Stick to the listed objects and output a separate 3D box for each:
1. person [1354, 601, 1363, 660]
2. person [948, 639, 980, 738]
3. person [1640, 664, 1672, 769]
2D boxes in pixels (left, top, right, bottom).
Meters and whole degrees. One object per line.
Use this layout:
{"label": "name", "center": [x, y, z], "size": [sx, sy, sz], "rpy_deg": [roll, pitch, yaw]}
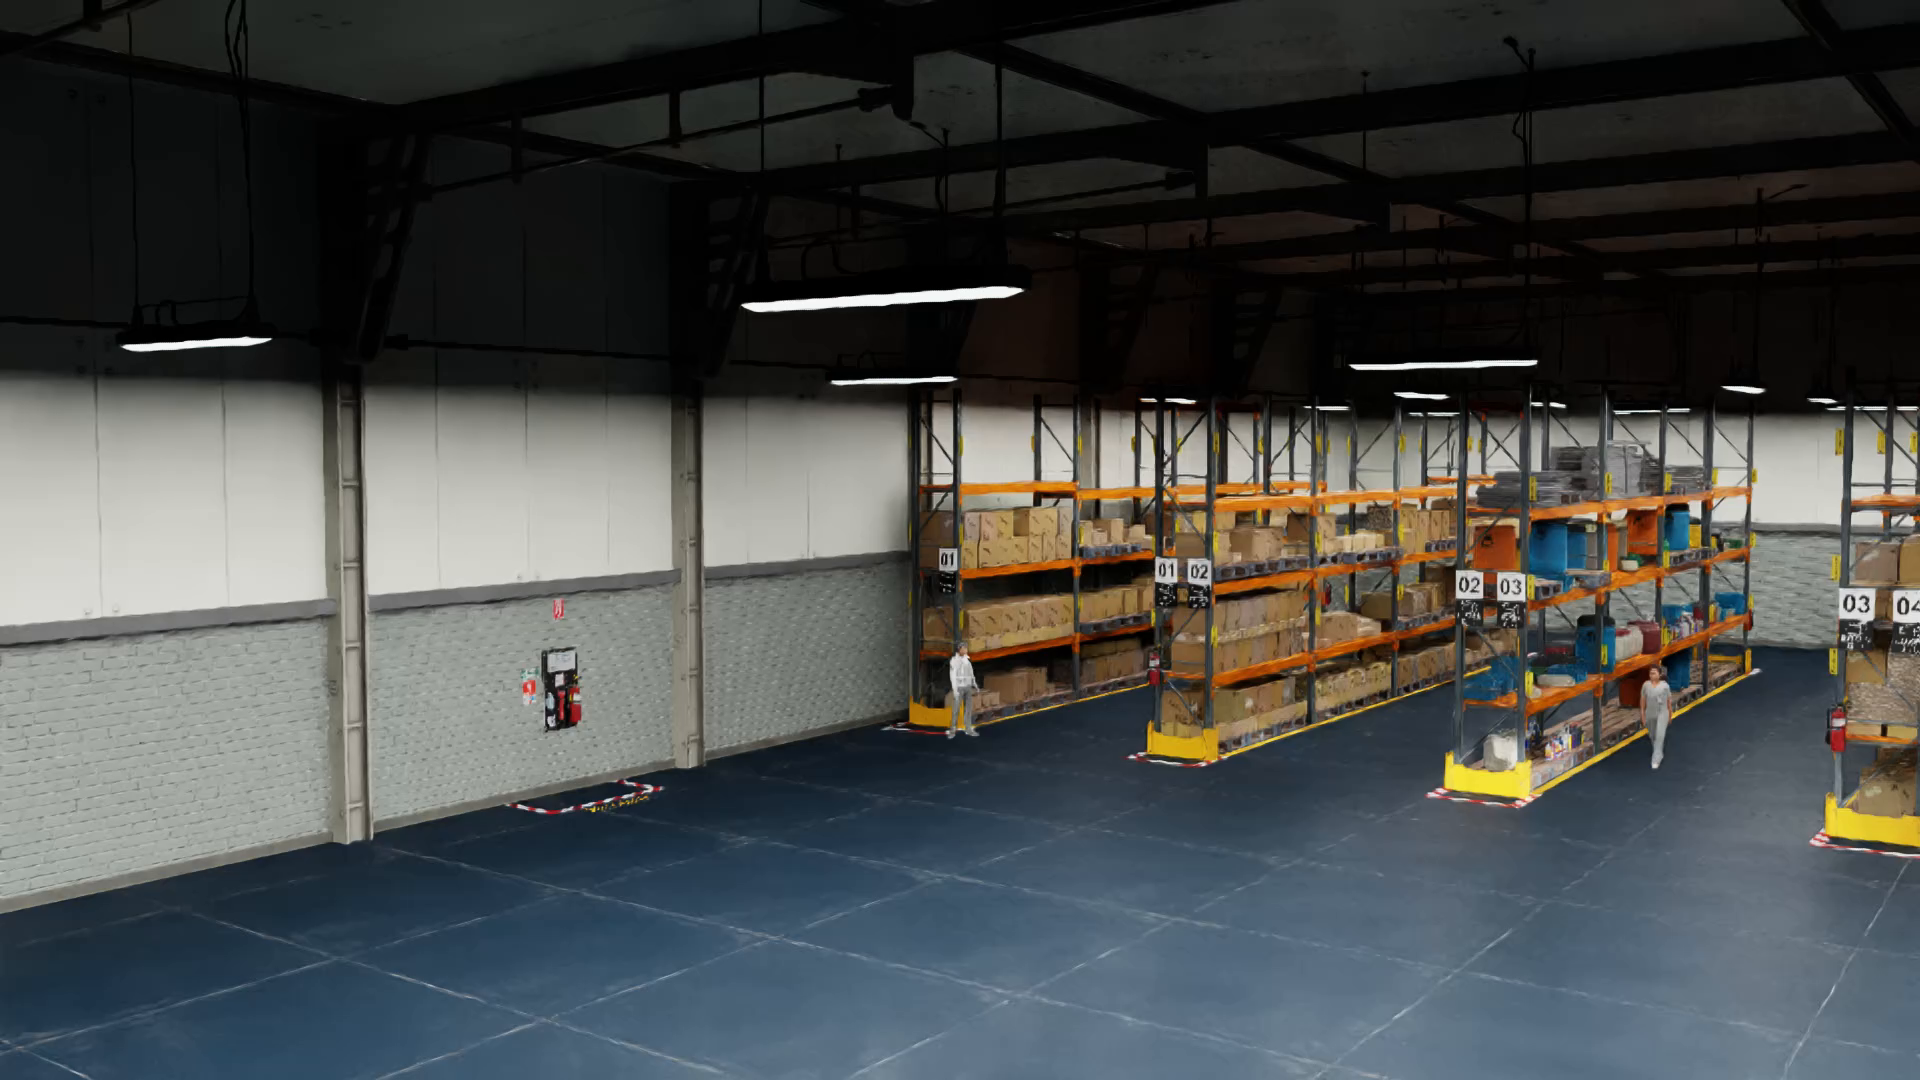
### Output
{"label": "person", "center": [9.189, 2.006, 37.469], "size": [0.729, 1.733, 0.544], "rpy_deg": [2, 4, 34]}
{"label": "person", "center": [0.052, 2.526, 28.403], "size": [0.370, 1.683, 0.636], "rpy_deg": [3, 5, 44]}
{"label": "person", "center": [10.803, 2.718, 25.860], "size": [0.446, 1.586, 1.110], "rpy_deg": [3, 4, 38]}
